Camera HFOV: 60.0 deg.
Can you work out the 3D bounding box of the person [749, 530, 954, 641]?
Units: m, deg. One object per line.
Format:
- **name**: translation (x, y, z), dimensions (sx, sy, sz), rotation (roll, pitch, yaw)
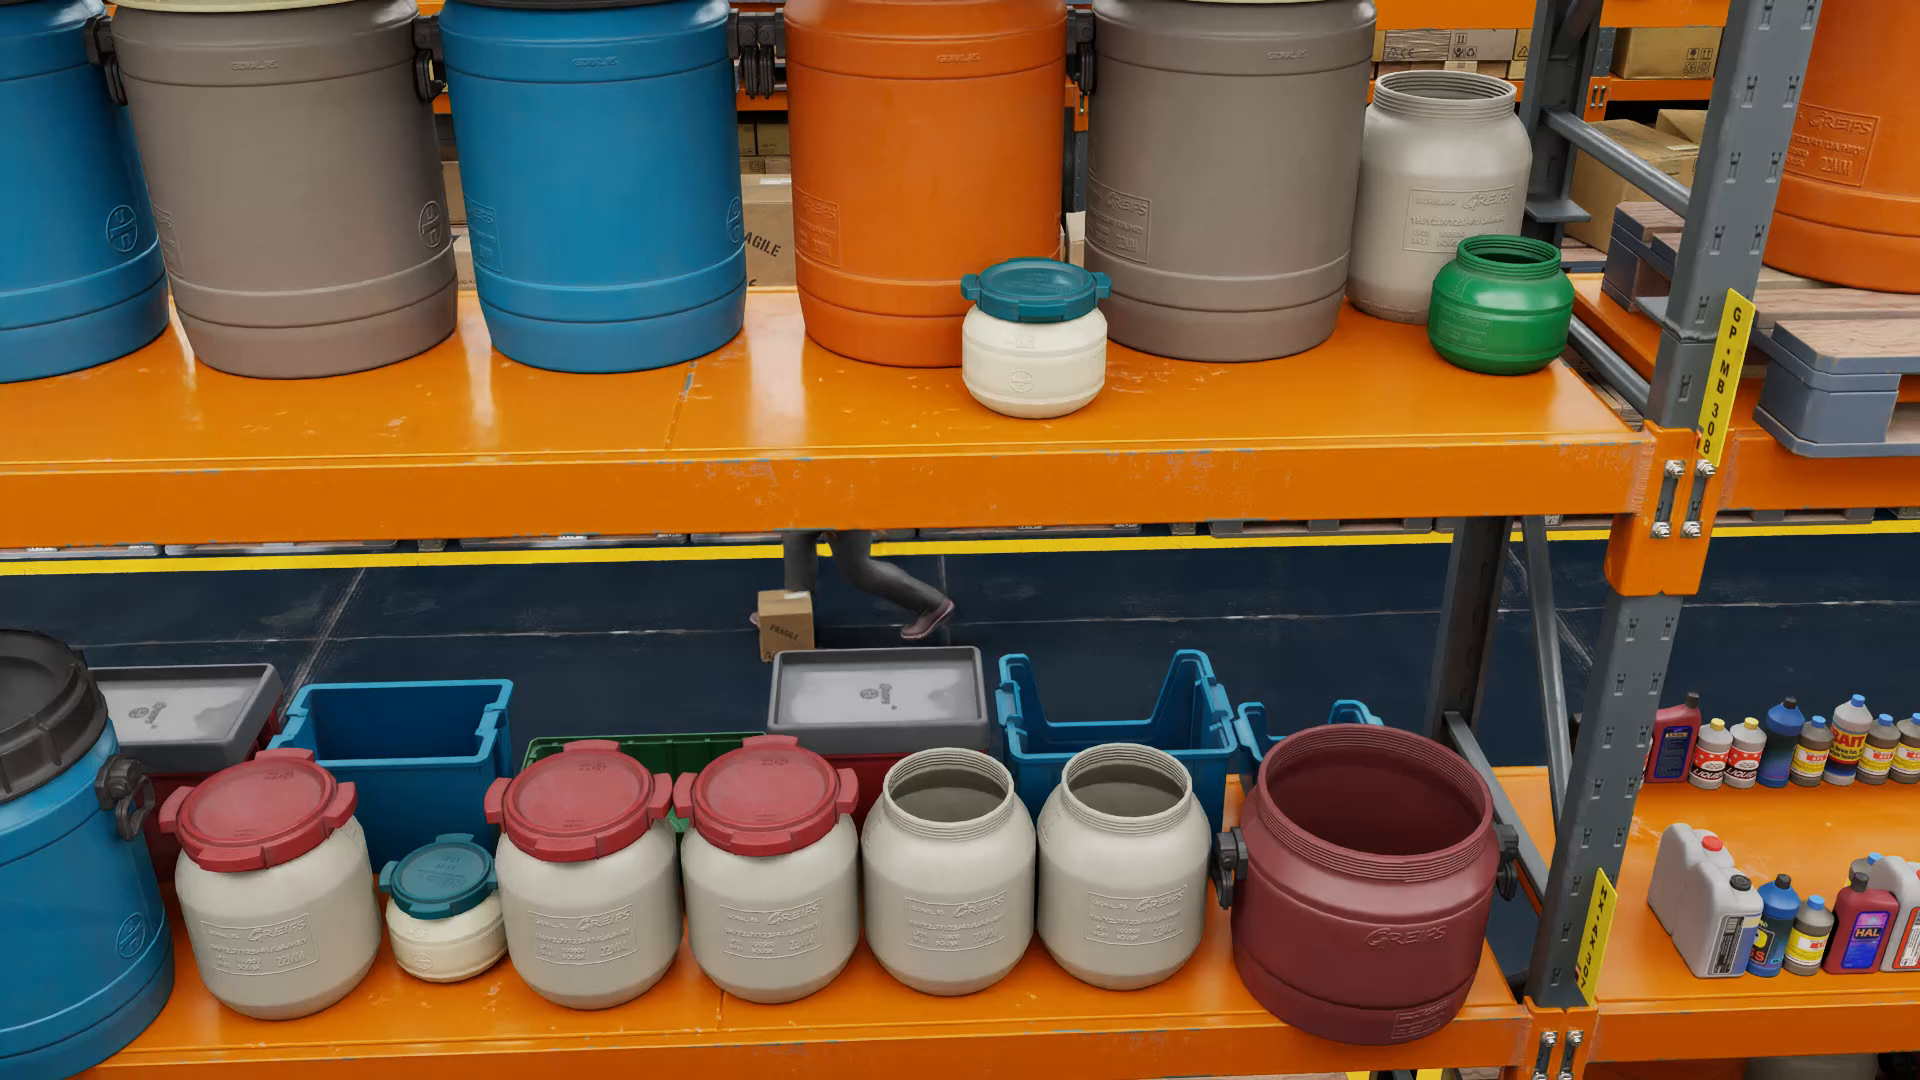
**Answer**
- **person**: translation (-0.521, -0.234, 7.592), dimensions (0.987, 1.606, 0.449), rotation (-1, 28, -1)
